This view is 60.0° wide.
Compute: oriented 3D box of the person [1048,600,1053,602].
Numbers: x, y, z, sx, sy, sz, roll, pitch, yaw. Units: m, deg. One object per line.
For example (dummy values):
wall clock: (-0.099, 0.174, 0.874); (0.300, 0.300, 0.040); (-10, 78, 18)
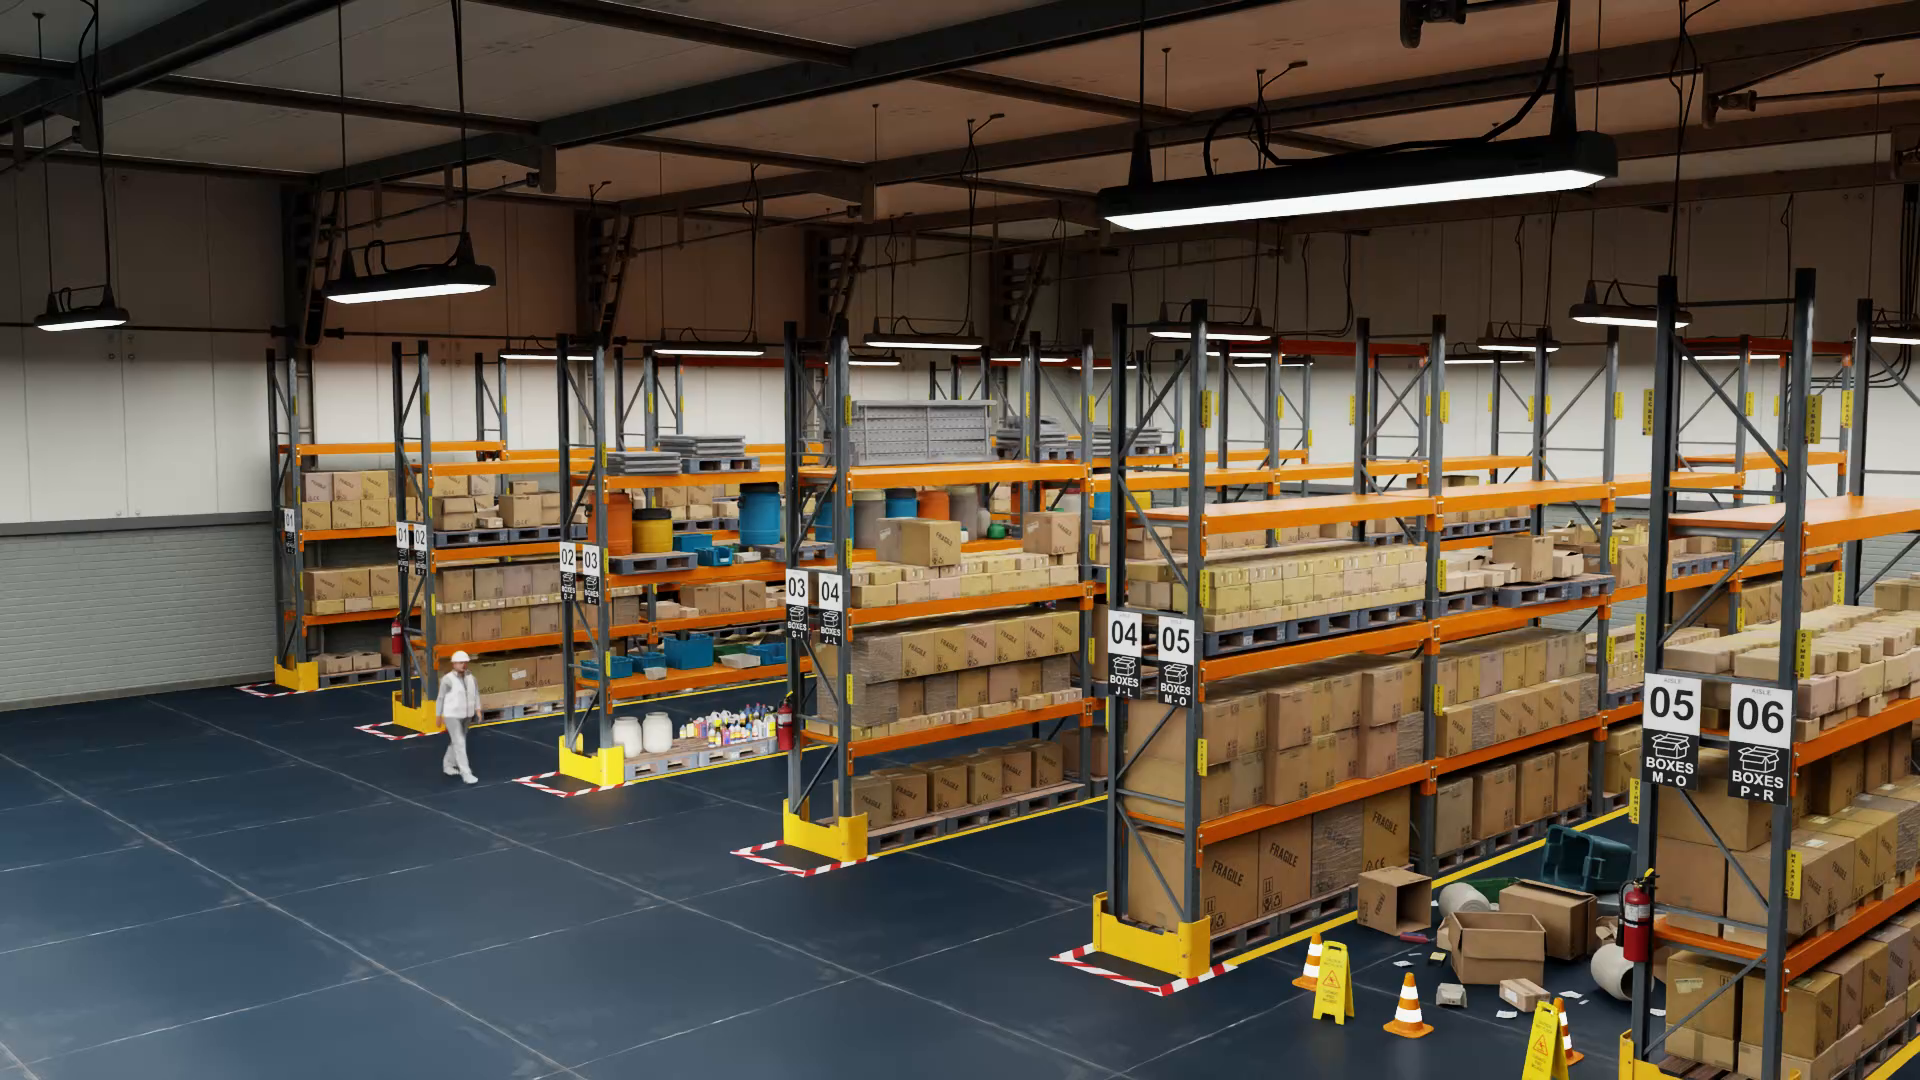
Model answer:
person: (2.237, 1.021, 38.772); (0.737, 1.588, 0.556); (-3, 6, -31)

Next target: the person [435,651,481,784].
person: (-6.697, 2.347, 22.362); (0.977, 1.719, 0.551); (3, 6, 33)
